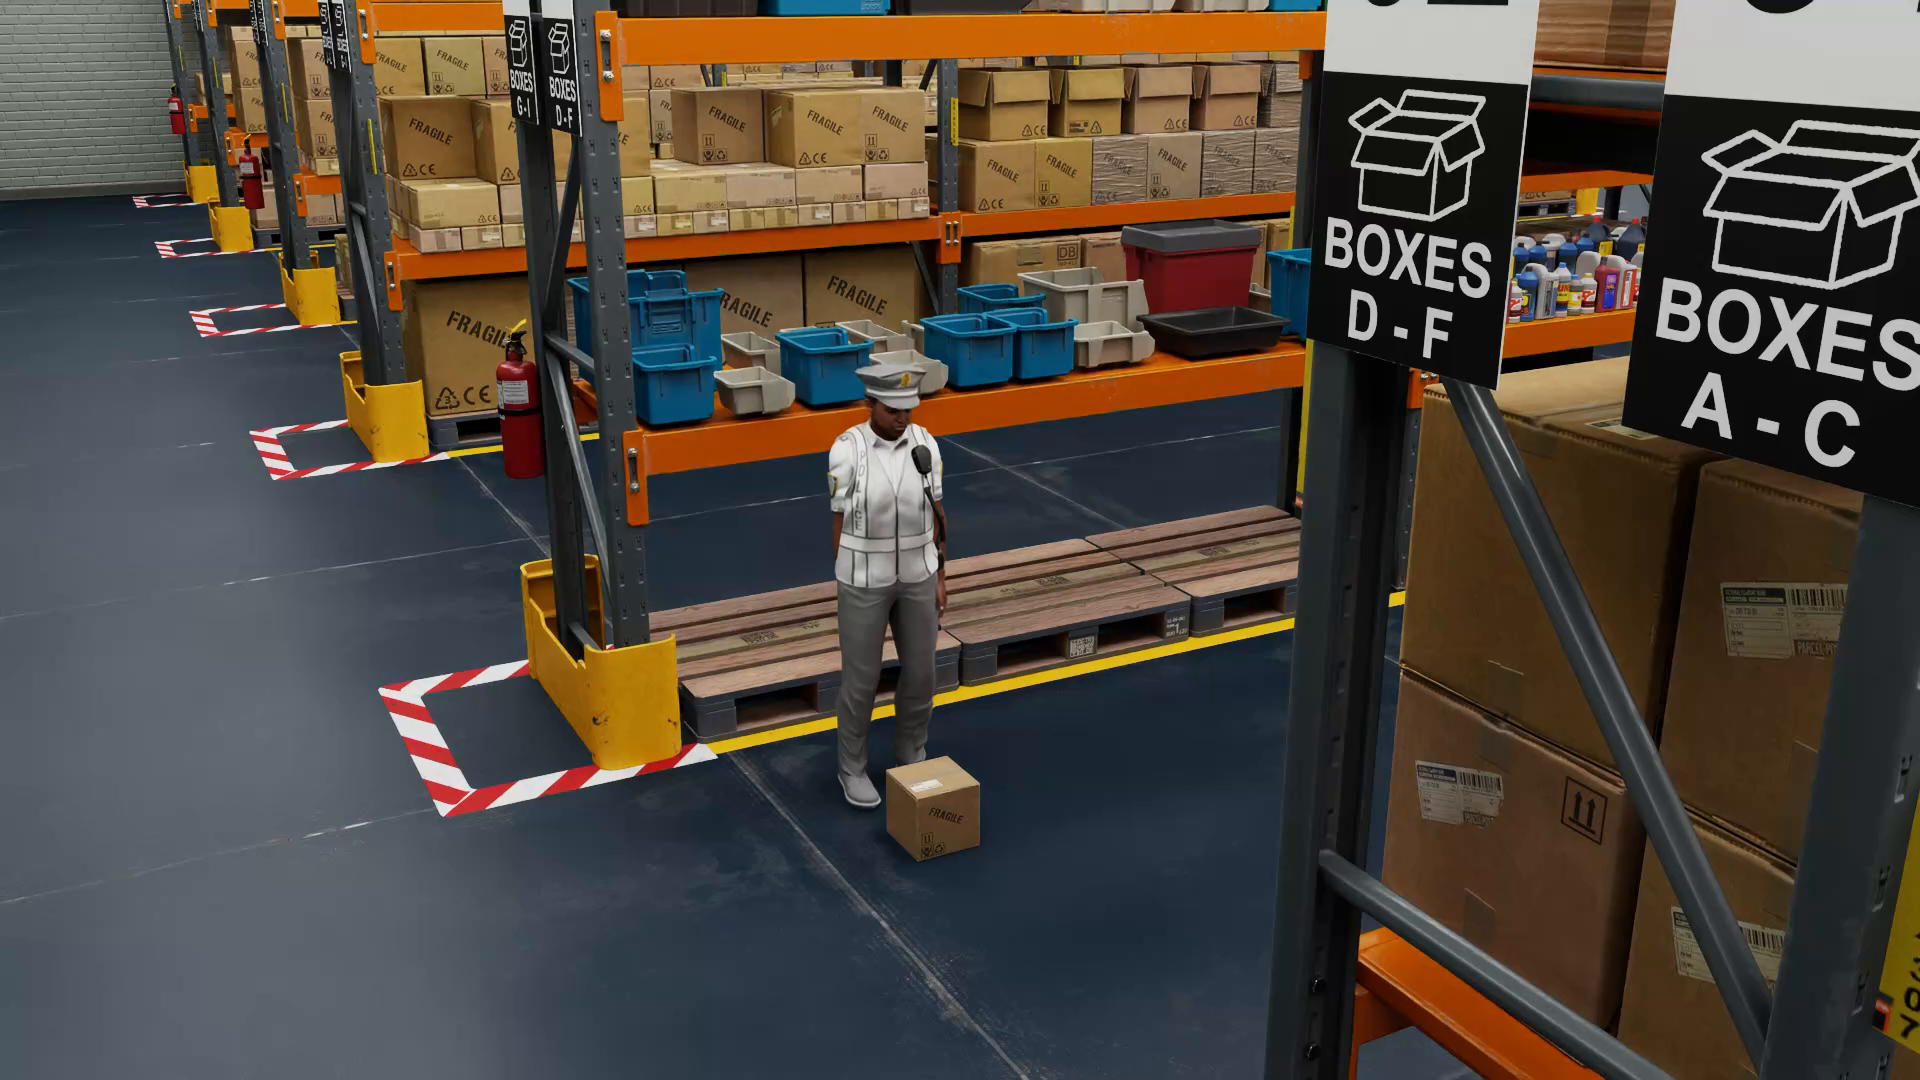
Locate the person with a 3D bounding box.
[{"bbox_3d":[-0.249,0.165,6.102,0.438,1.658,0.341,-7,20,-20],"label":"person"}]
